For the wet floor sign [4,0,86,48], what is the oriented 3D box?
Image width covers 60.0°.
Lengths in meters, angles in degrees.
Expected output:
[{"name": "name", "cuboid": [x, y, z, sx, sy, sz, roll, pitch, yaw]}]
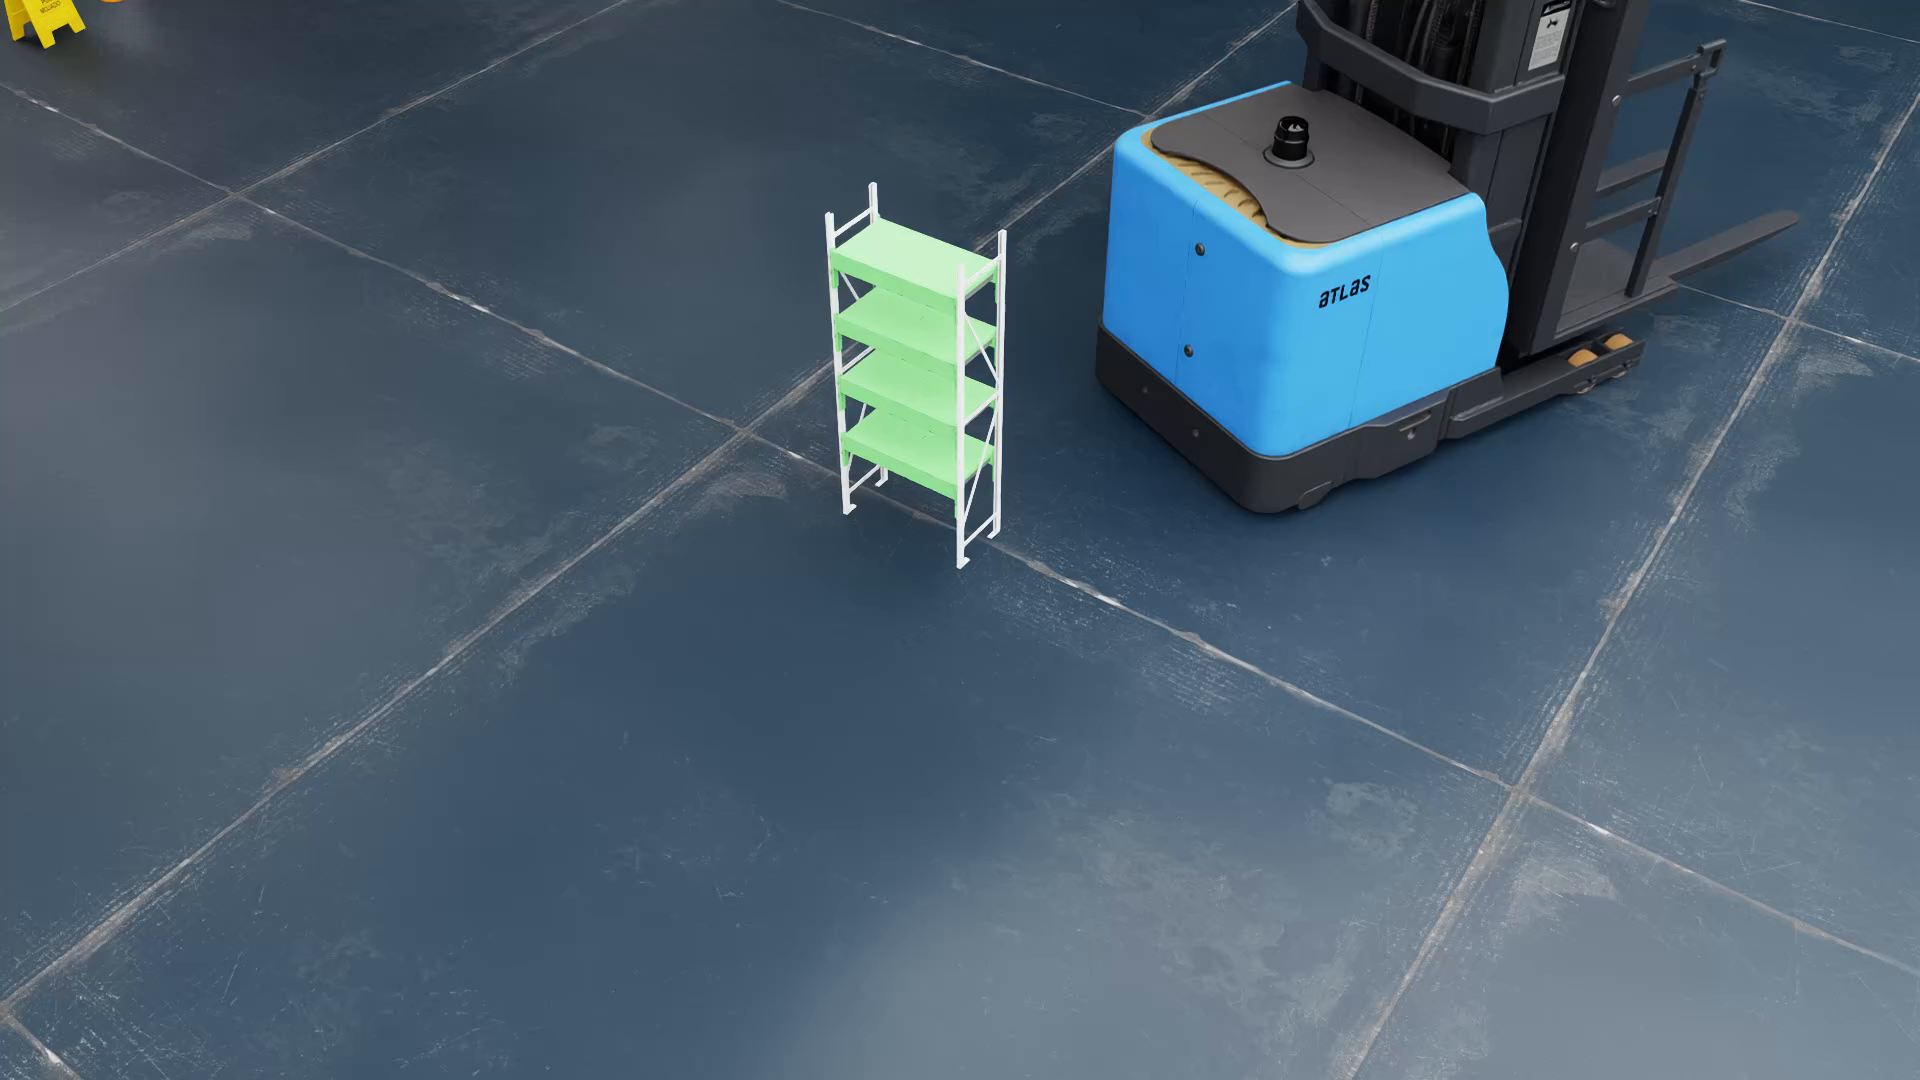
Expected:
[{"name": "wet floor sign", "cuboid": [-4.768, -2.889, 8.495, 0.232, 0.644, 0.267, 17, 45, 18]}]

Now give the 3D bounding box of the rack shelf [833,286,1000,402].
[{"name": "rack shelf", "cuboid": [-0.136, -0.642, 5.303, 0.480, 0.148, 0.258, 25, 48, 25]}]

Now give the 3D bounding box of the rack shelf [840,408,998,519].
[{"name": "rack shelf", "cuboid": [-0.136, -0.284, 5.623, 0.480, 0.148, 0.258, 25, 48, 25]}]

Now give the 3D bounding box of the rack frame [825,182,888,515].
[{"name": "rack frame", "cuboid": [-0.335, -0.604, 5.525, 0.015, 1.200, 0.240, 25, 48, 25]}]

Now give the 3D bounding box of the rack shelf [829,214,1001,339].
[{"name": "rack shelf", "cuboid": [-0.136, -0.821, 5.143, 0.480, 0.148, 0.258, 25, 48, 25]}]

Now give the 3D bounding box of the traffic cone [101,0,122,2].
[{"name": "traffic cone", "cuboid": [-4.621, -3.216, 8.997, 0.334, 0.463, 0.336, 25, 48, 25]}]

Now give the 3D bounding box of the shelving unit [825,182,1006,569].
[{"name": "shelving unit", "cuboid": [-0.136, -0.511, 5.421, 0.503, 1.200, 0.258, 25, 48, 25]}]

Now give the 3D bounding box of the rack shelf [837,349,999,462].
[{"name": "rack shelf", "cuboid": [-0.136, -0.463, 5.463, 0.480, 0.148, 0.258, 25, 48, 25]}]

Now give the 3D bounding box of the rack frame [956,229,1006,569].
[{"name": "rack frame", "cuboid": [0.064, -0.417, 5.316, 0.015, 1.200, 0.240, 25, 48, 25]}]

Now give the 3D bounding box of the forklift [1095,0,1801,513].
[{"name": "forklift", "cuboid": [2.040, -1.932, 5.711, 3.031, 2.935, 1.130, -22, 46, -23]}]
